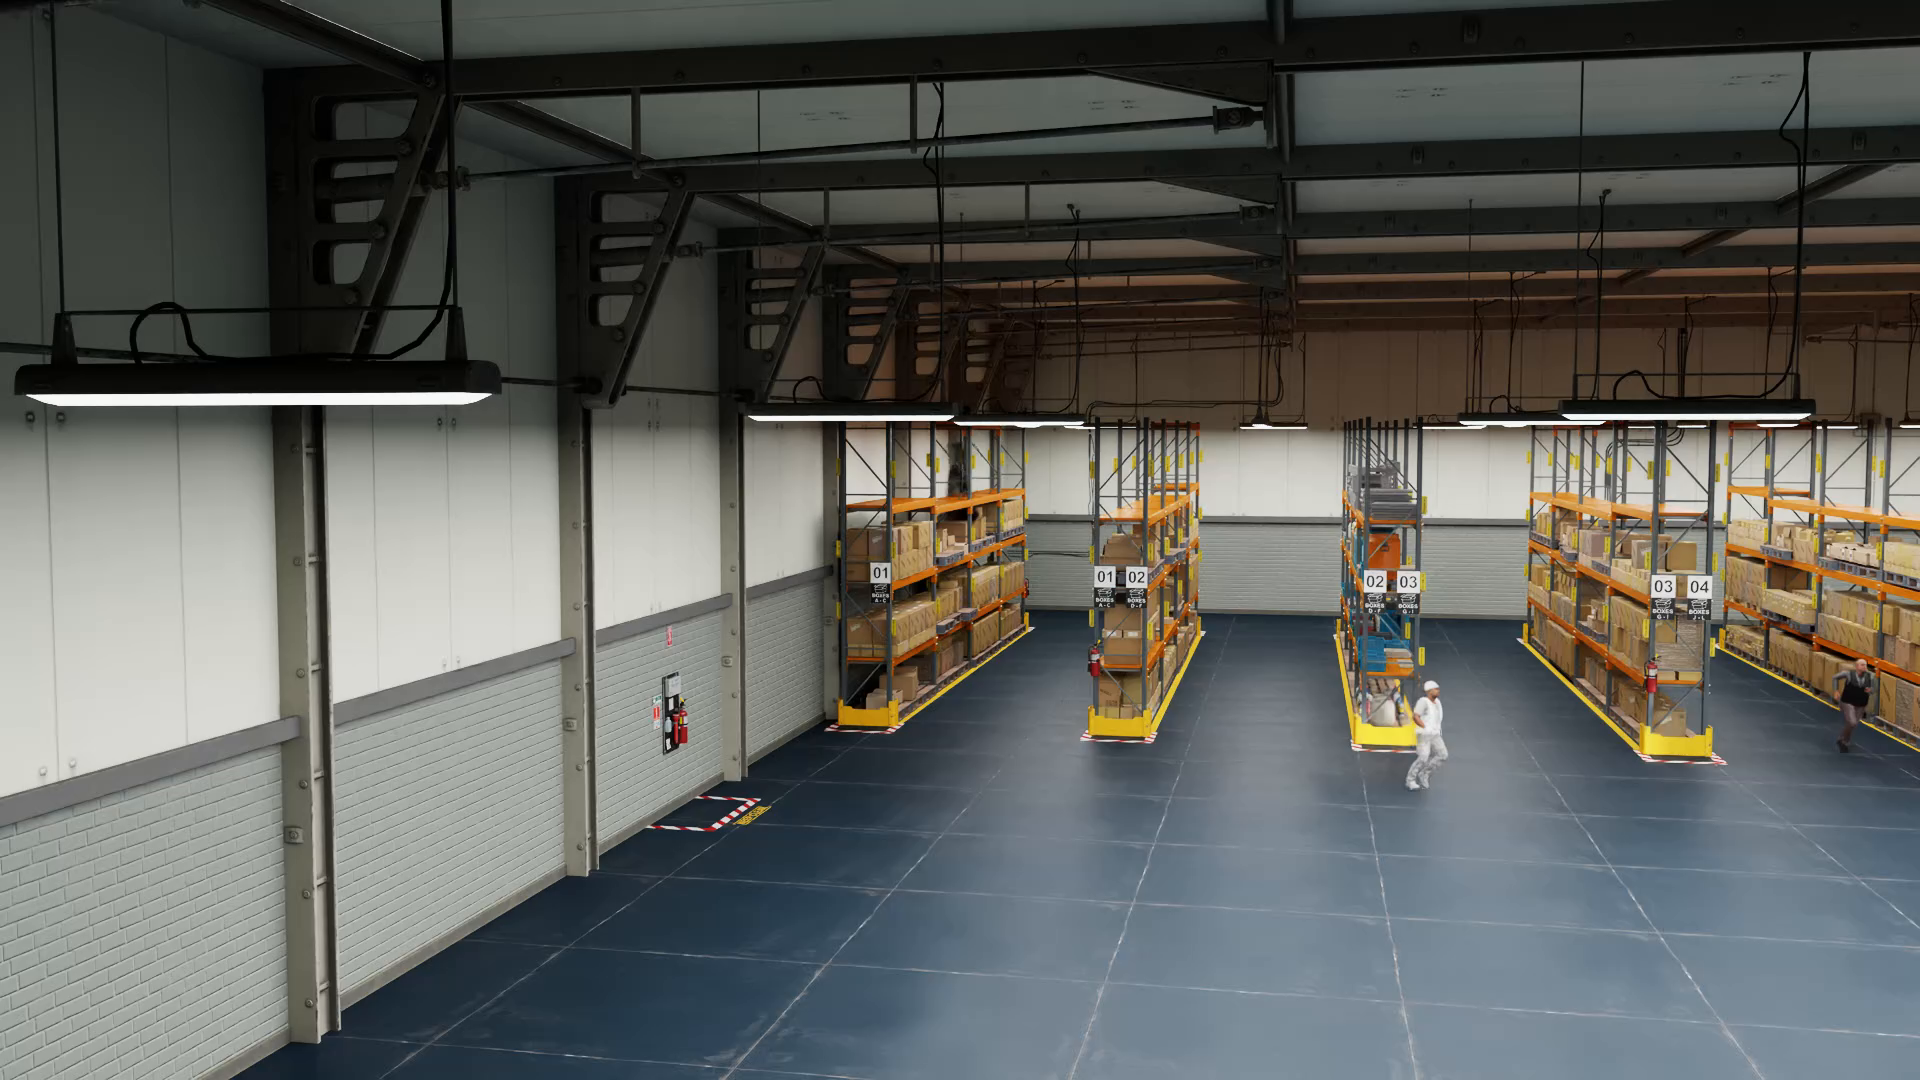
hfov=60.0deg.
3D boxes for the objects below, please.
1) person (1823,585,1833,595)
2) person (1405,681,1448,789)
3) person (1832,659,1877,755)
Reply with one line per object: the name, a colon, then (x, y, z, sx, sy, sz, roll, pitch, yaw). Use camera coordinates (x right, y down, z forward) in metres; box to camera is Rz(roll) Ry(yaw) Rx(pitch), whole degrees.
person: (22.360, 2.082, 42.873, 0.674, 1.823, 0.836, 0, 4, 4)
person: (7.551, 3.119, 26.660, 0.744, 1.716, 0.580, -3, 5, -39)
person: (15.948, 2.979, 29.665, 0.636, 1.758, 0.811, 0, 4, 2)
